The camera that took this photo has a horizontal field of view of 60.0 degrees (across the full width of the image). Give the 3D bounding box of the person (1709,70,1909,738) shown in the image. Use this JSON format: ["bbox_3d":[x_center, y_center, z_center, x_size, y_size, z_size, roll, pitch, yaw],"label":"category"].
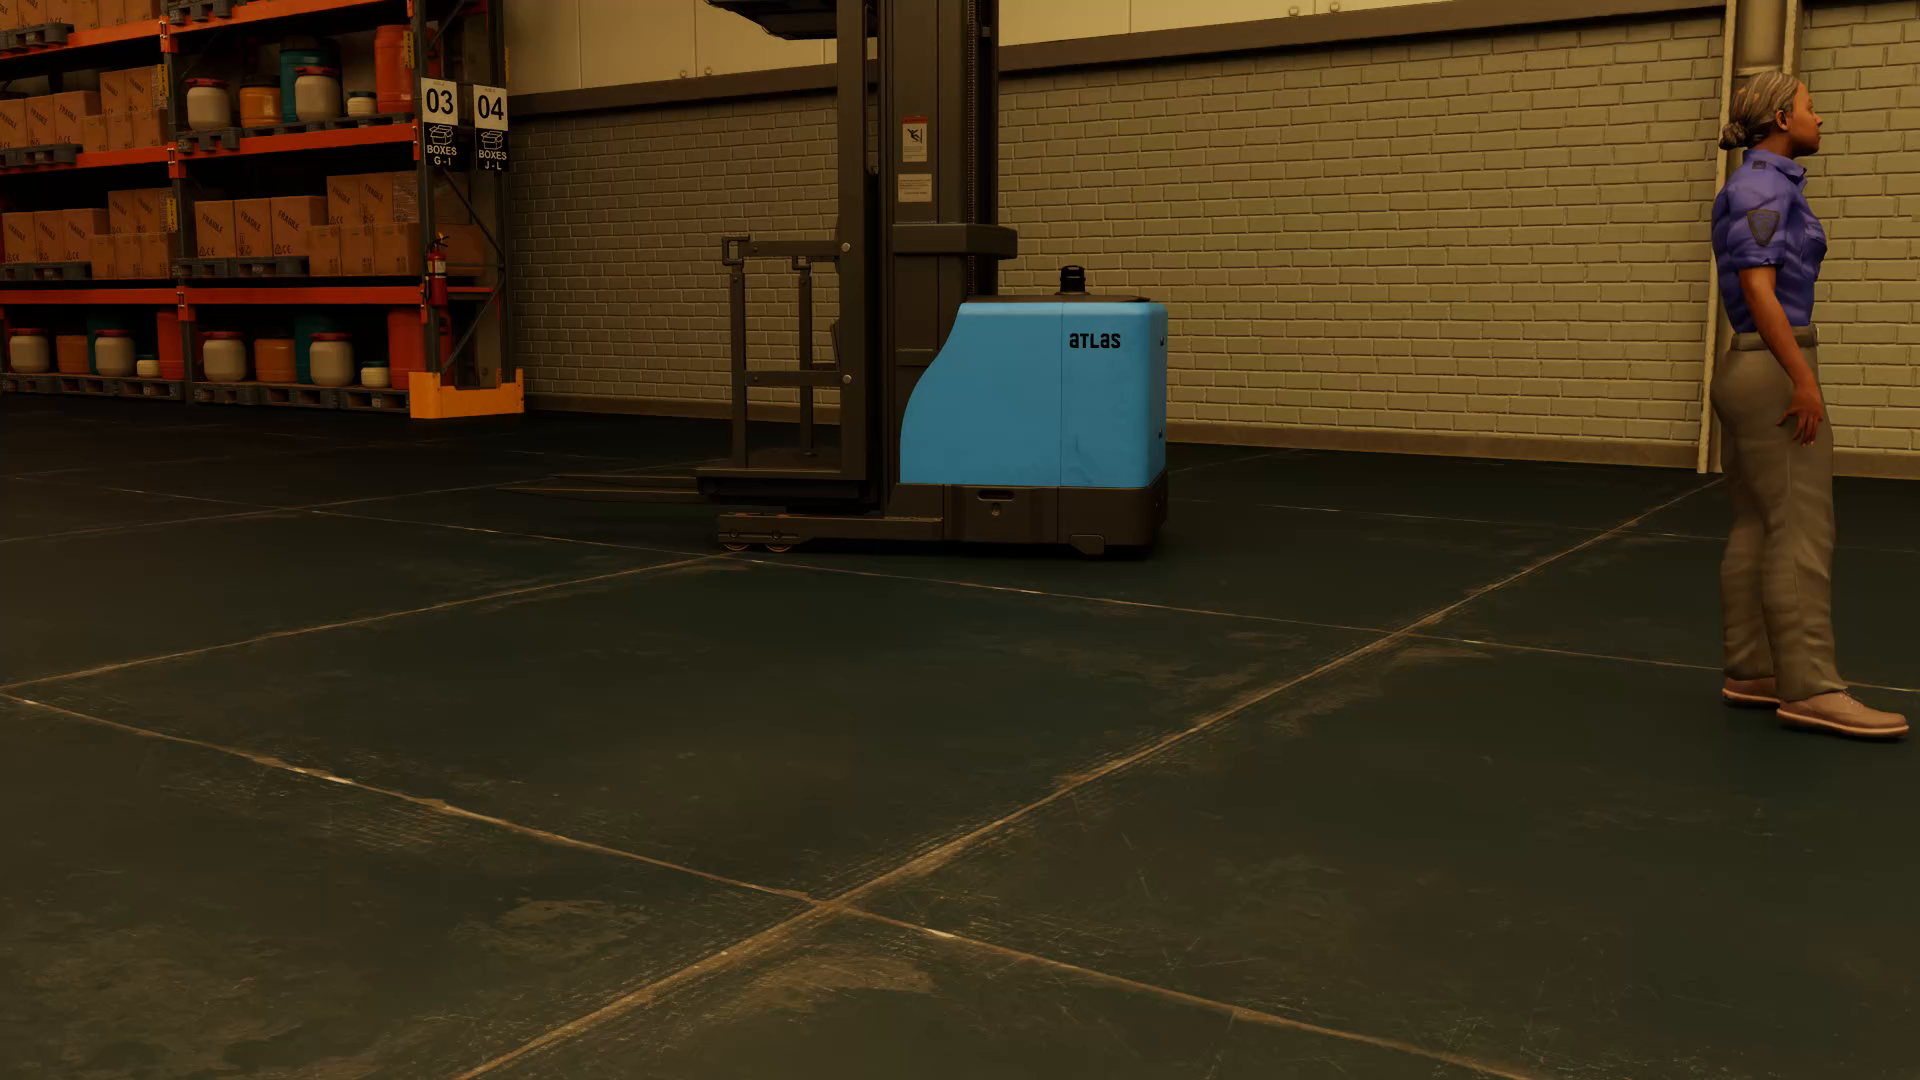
[{"bbox_3d":[2.187,-0.372,4.295,0.504,1.655,0.570,3,9,20],"label":"person"}]

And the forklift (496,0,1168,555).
[{"bbox_3d":[-0.596,-1.469,7.520,3.031,2.935,1.130,2,8,12],"label":"forklift"}]
